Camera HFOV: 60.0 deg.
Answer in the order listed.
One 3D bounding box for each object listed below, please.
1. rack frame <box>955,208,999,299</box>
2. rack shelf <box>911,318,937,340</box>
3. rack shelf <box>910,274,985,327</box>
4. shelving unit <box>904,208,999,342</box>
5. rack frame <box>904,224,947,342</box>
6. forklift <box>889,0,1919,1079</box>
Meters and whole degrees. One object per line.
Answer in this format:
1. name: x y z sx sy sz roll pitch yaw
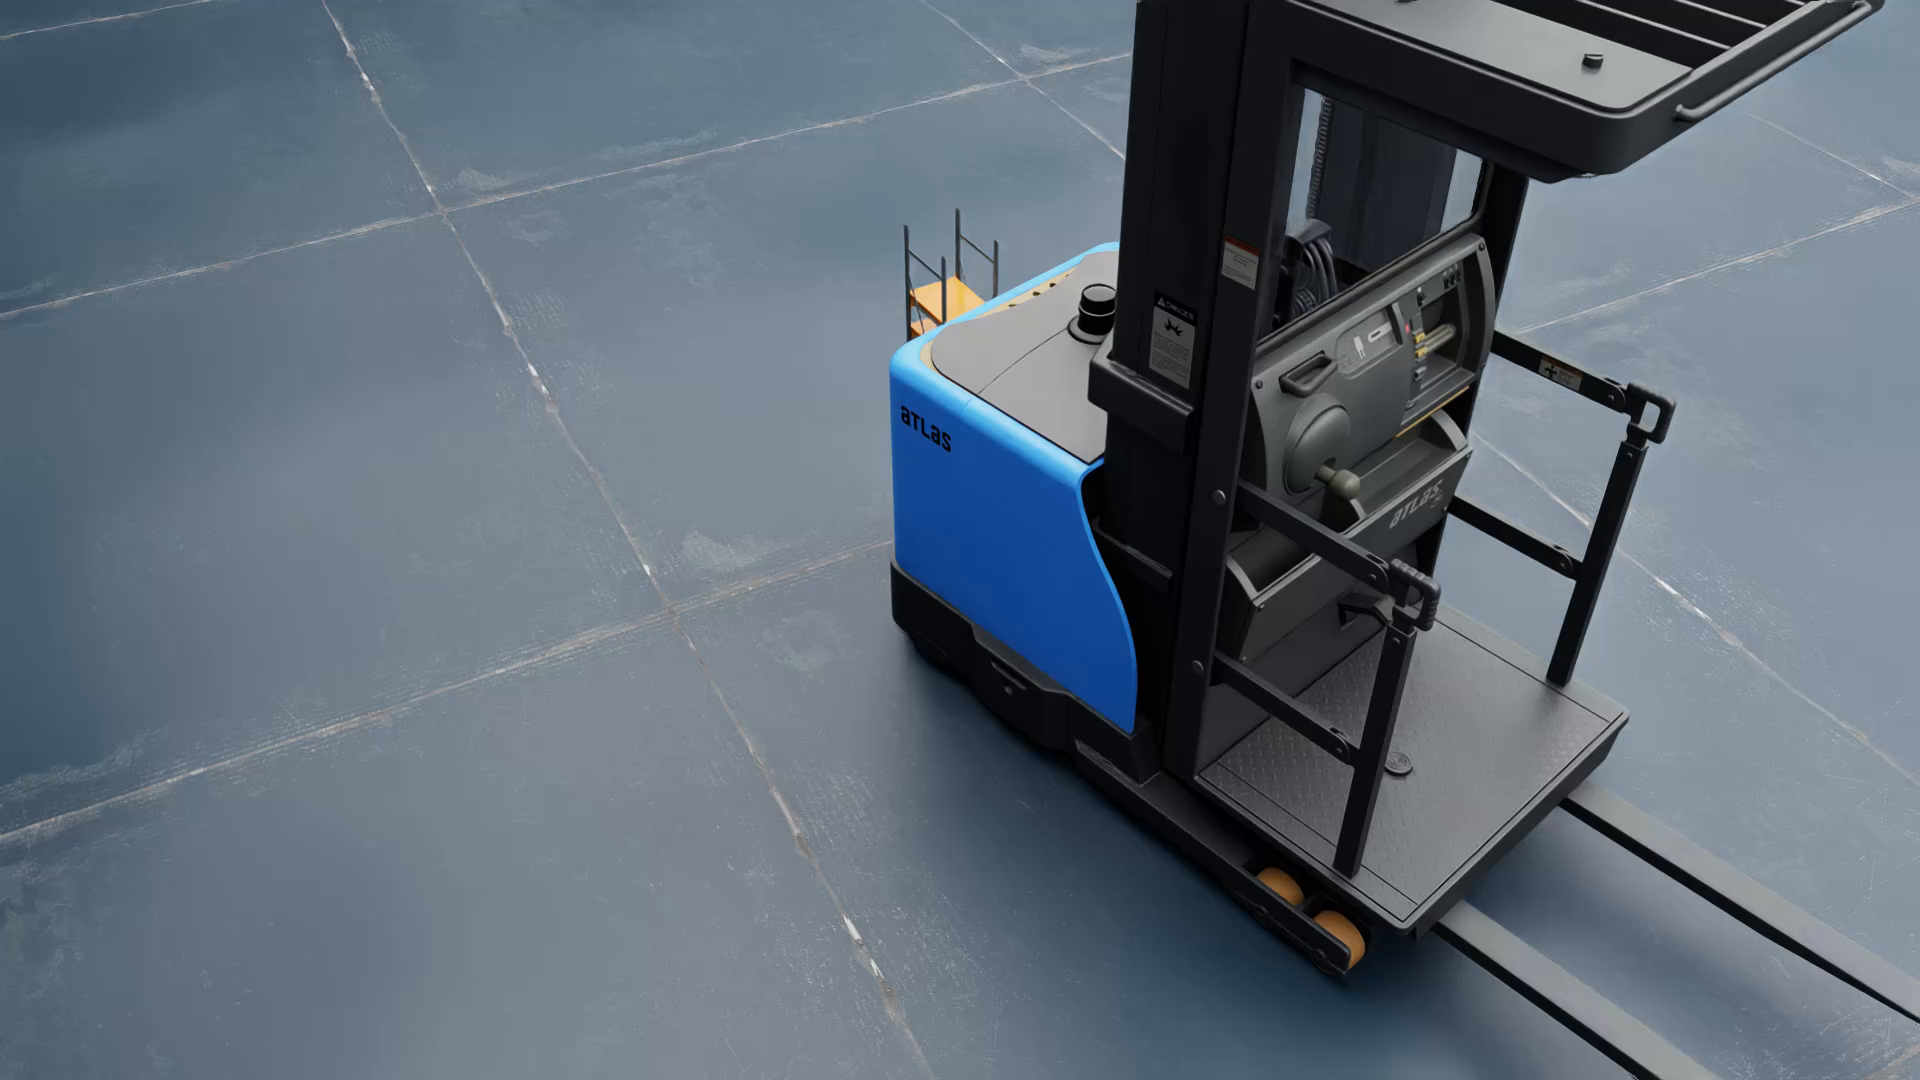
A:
1. rack frame: 0.051 -0.493 5.404 0.006 1.200 0.240 -22 45 -24
2. rack shelf: -0.027 -0.611 5.241 0.180 0.103 0.258 -22 45 -24
3. rack shelf: -0.027 -0.703 5.163 0.180 0.103 0.258 -22 45 -24
4. shelving unit: -0.026 -0.462 5.367 0.189 1.200 0.258 -22 45 -24
5. rack frame: -0.104 -0.431 5.330 0.006 1.200 0.240 -22 45 -24
6. forklift: 1.155 -0.352 3.897 1.130 2.935 3.031 -31 49 -31
